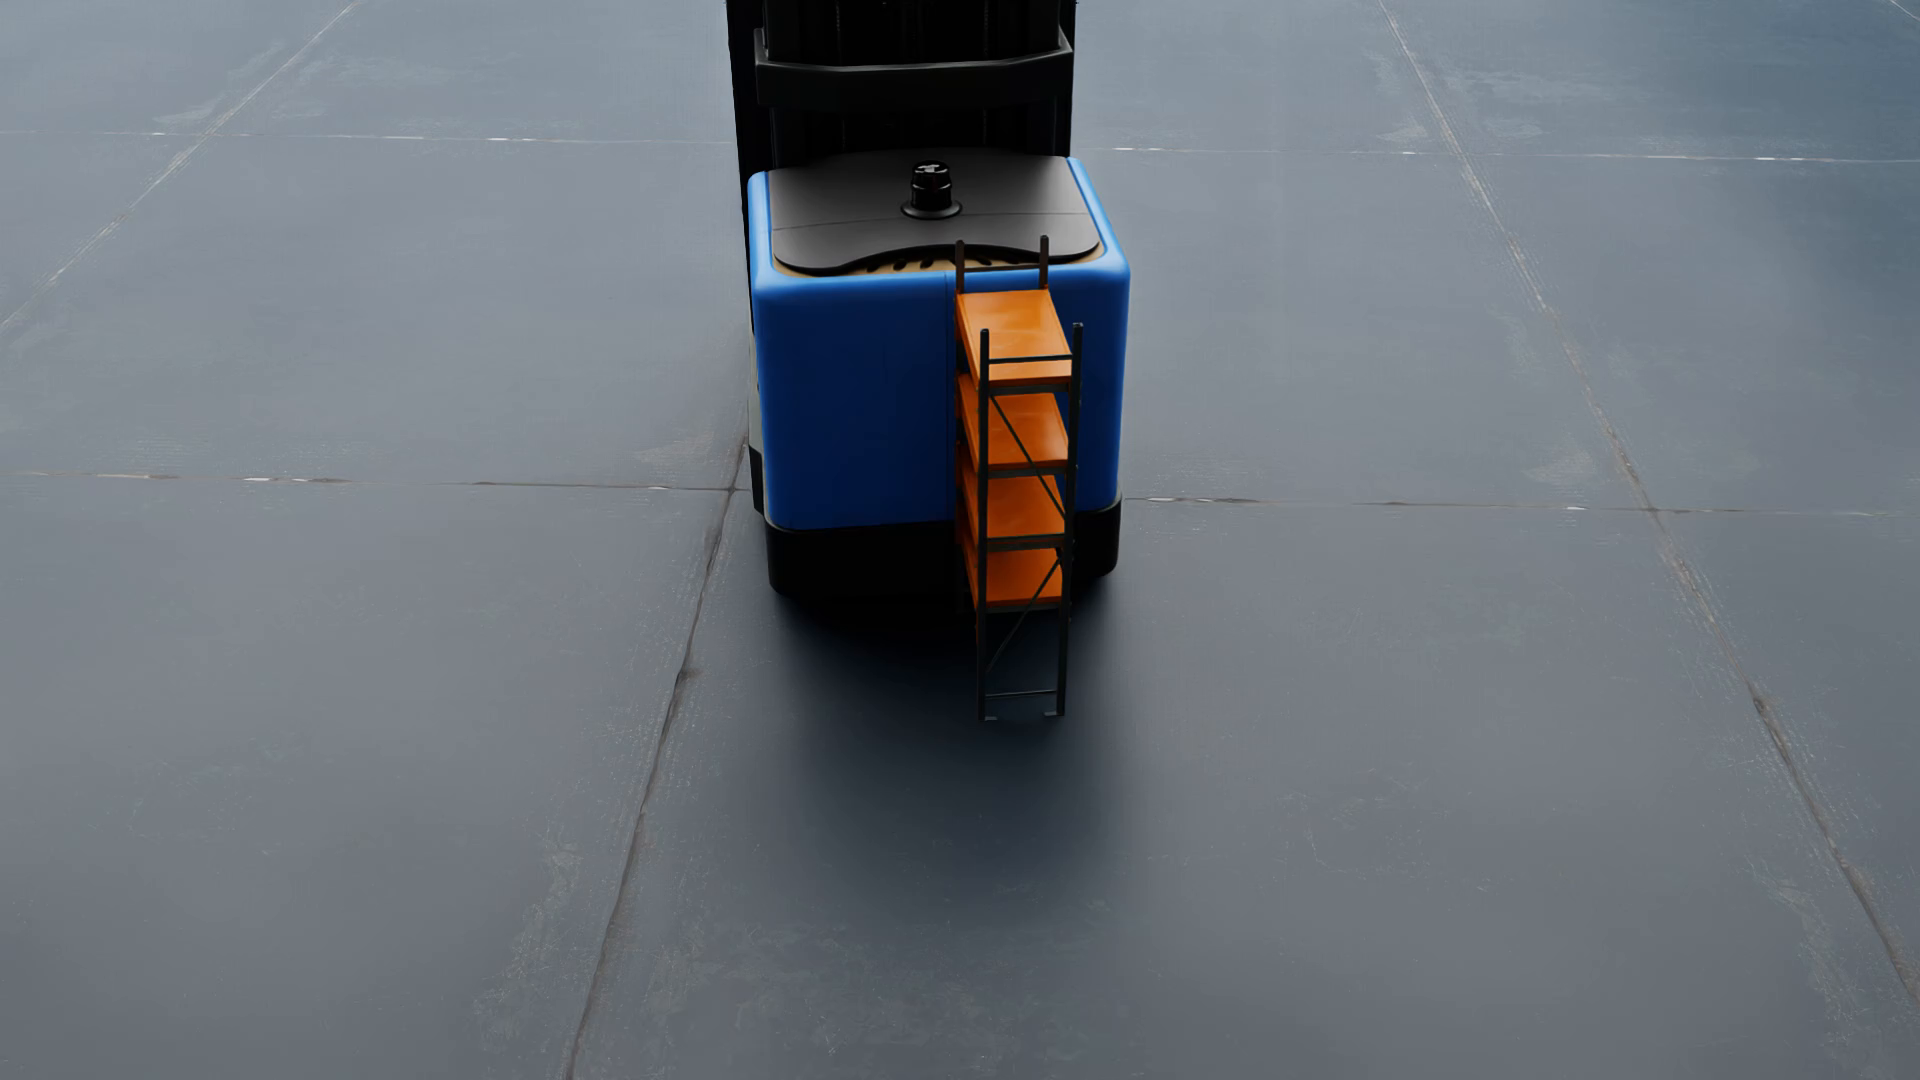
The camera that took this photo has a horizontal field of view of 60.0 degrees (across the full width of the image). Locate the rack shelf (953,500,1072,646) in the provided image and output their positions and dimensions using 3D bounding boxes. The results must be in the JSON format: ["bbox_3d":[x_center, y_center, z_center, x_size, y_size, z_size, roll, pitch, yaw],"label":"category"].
[{"bbox_3d":[0.137,0.074,4.563,0.258,0.148,0.480,-4,35,-6],"label":"rack shelf"}]

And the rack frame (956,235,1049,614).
[{"bbox_3d":[0.109,-0.282,4.608,0.240,1.200,0.015,-4,35,-6],"label":"rack frame"}]

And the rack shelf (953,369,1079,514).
[{"bbox_3d":[0.137,-0.271,4.320,0.258,0.148,0.480,-4,35,-6],"label":"rack shelf"}]

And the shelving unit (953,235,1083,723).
[{"bbox_3d":[0.137,-0.143,4.410,0.258,1.200,0.503,-4,35,-6],"label":"shelving unit"}]

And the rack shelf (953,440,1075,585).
[{"bbox_3d":[0.137,-0.088,4.449,0.258,0.148,0.480,-4,35,-6],"label":"rack shelf"}]

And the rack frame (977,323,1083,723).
[{"bbox_3d":[0.166,-0.004,4.212,0.240,1.200,0.015,-4,35,-6],"label":"rack frame"}]

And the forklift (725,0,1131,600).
[{"bbox_3d":[-0.212,-1.858,5.345,1.130,2.935,3.031,-4,35,-6],"label":"forklift"}]

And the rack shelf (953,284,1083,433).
[{"bbox_3d":[0.137,-0.465,4.184,0.258,0.148,0.480,-4,35,-6],"label":"rack shelf"}]
